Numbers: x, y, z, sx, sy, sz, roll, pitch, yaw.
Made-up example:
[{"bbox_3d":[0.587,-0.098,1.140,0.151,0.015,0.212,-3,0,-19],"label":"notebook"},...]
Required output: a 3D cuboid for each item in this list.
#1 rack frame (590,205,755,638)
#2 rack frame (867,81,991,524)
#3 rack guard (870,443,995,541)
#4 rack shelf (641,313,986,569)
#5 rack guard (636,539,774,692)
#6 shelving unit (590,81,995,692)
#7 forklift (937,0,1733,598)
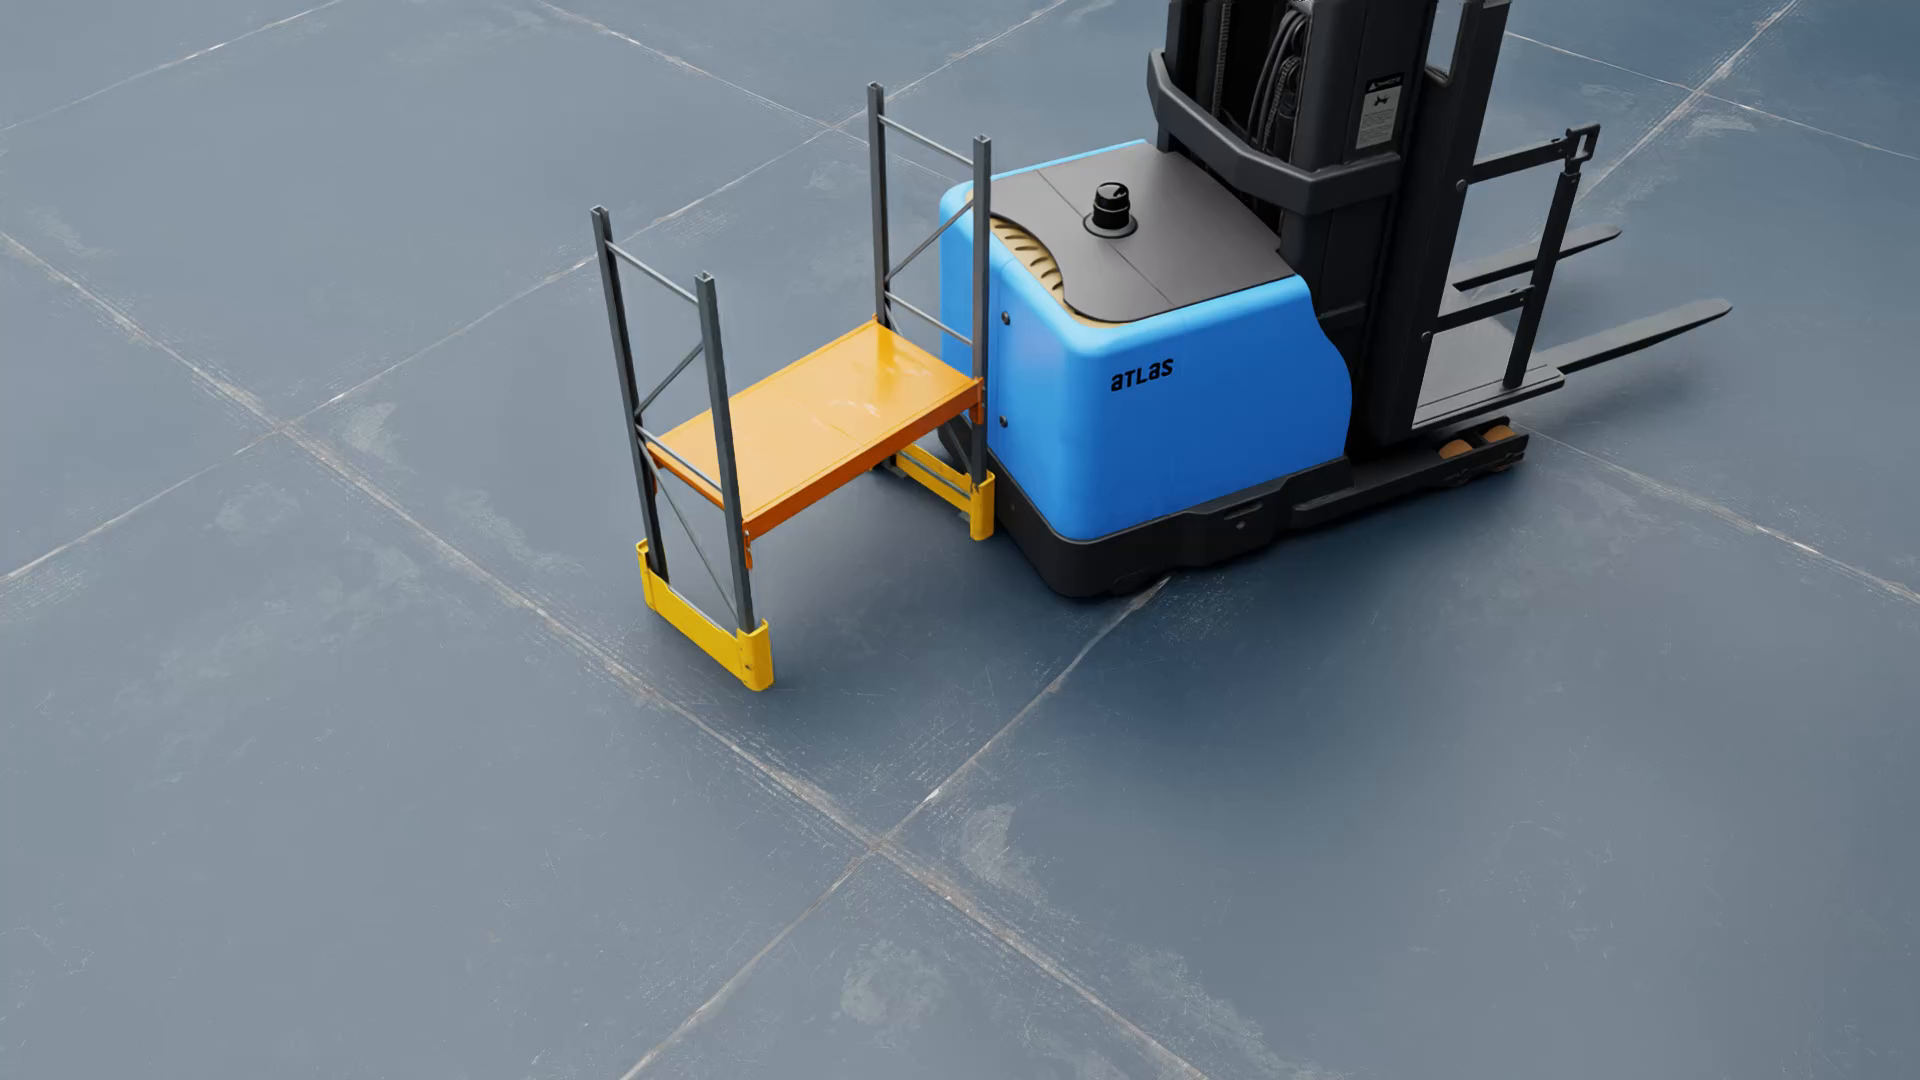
[{"bbox_3d":[-0.817,-0.231,4.889,0.032,1.500,0.500,-34,52,-31],"label":"rack frame"},{"bbox_3d":[-0.096,-0.713,5.420,0.032,1.500,0.500,-34,52,-31],"label":"rack frame"},{"bbox_3d":[-0.110,-0.242,5.830,0.087,0.250,0.587,-34,52,-31],"label":"rack guard"},{"bbox_3d":[-0.457,-0.339,5.275,1.000,0.185,0.538,-34,52,-31],"label":"rack shelf"},{"bbox_3d":[-0.816,0.231,5.310,0.087,0.250,0.587,-34,52,-31],"label":"rack guard"},{"bbox_3d":[-0.463,-0.468,5.149,1.083,1.500,0.587,-34,52,-31],"label":"shelving unit"},{"bbox_3d":[1.474,-1.579,5.308,3.031,2.935,1.130,-18,45,-19],"label":"forklift"}]
